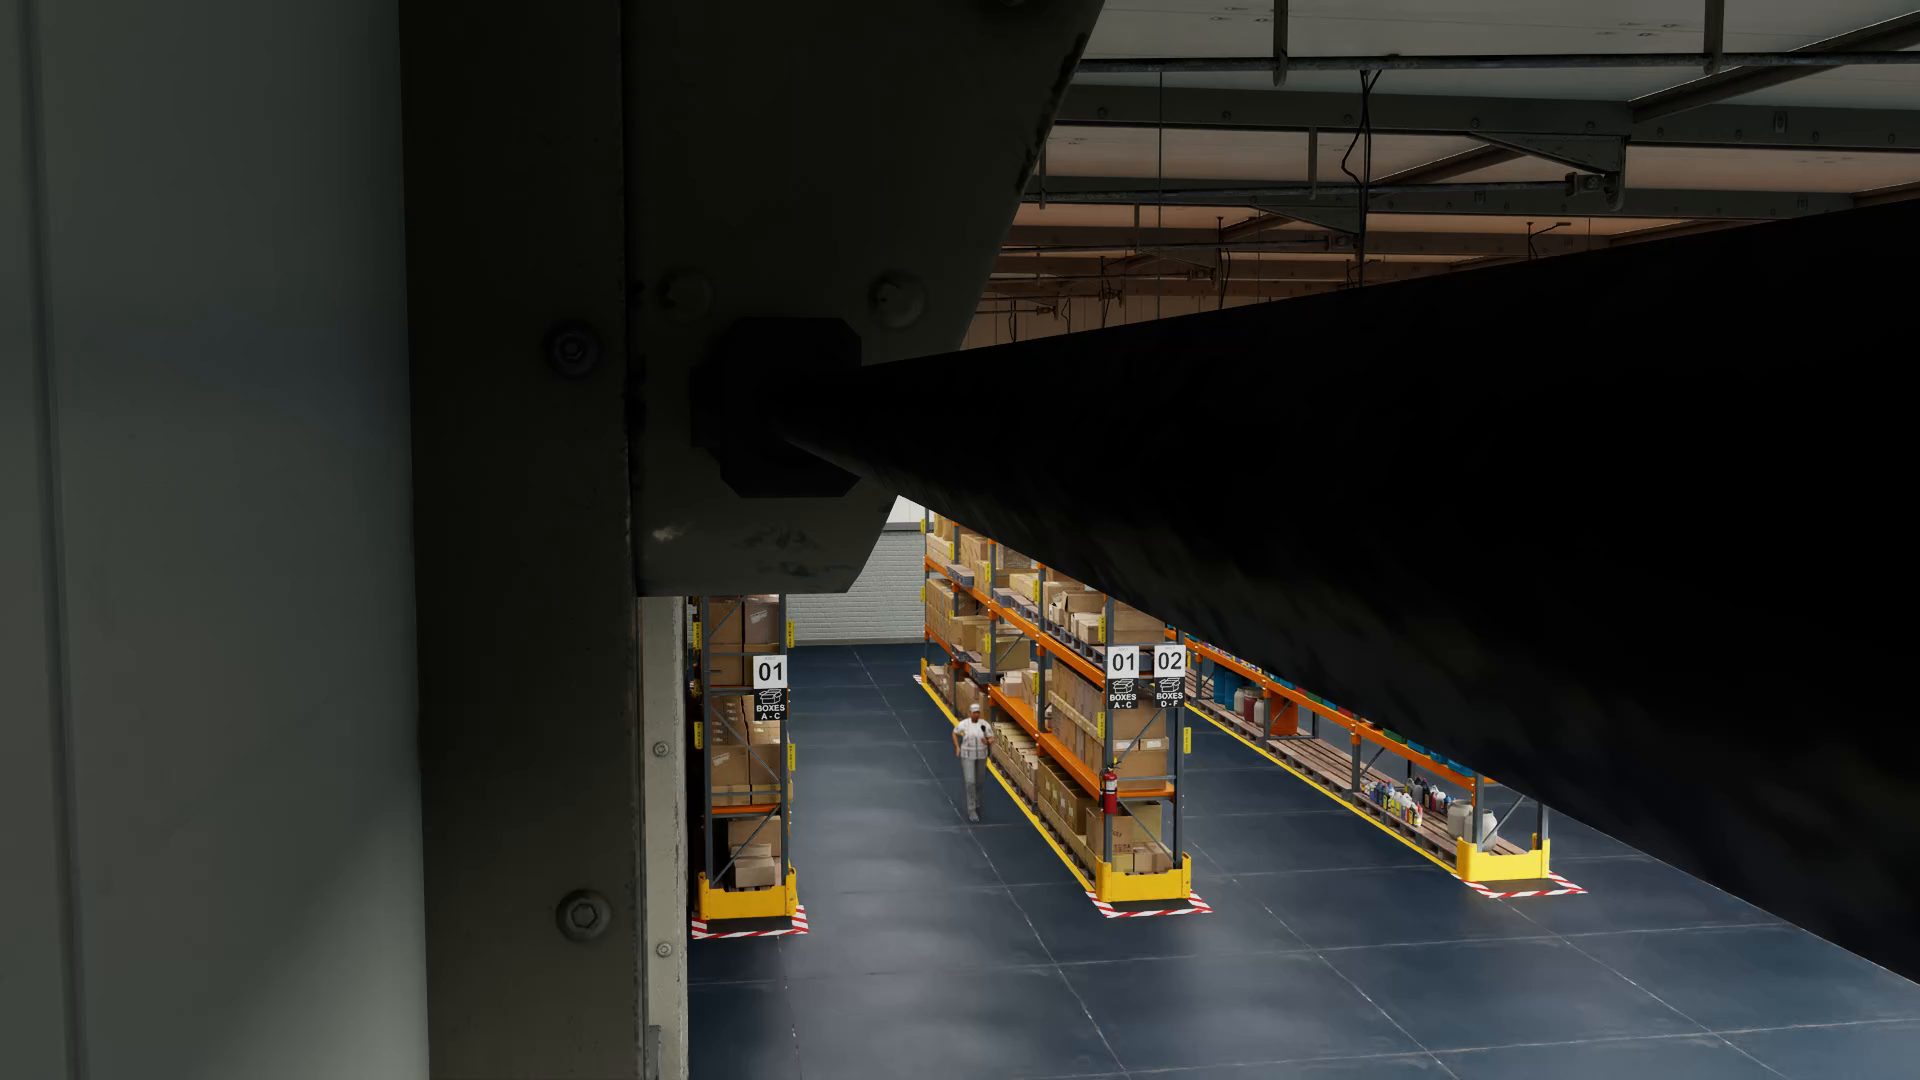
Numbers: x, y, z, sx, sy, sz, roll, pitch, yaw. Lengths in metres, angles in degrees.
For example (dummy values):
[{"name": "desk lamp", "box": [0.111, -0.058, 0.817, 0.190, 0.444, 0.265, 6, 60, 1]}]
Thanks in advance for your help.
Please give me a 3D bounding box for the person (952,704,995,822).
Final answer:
[{"name": "person", "box": [0.219, 3.291, 24.967, 0.594, 1.689, 0.888, -1, 5, -14]}]
